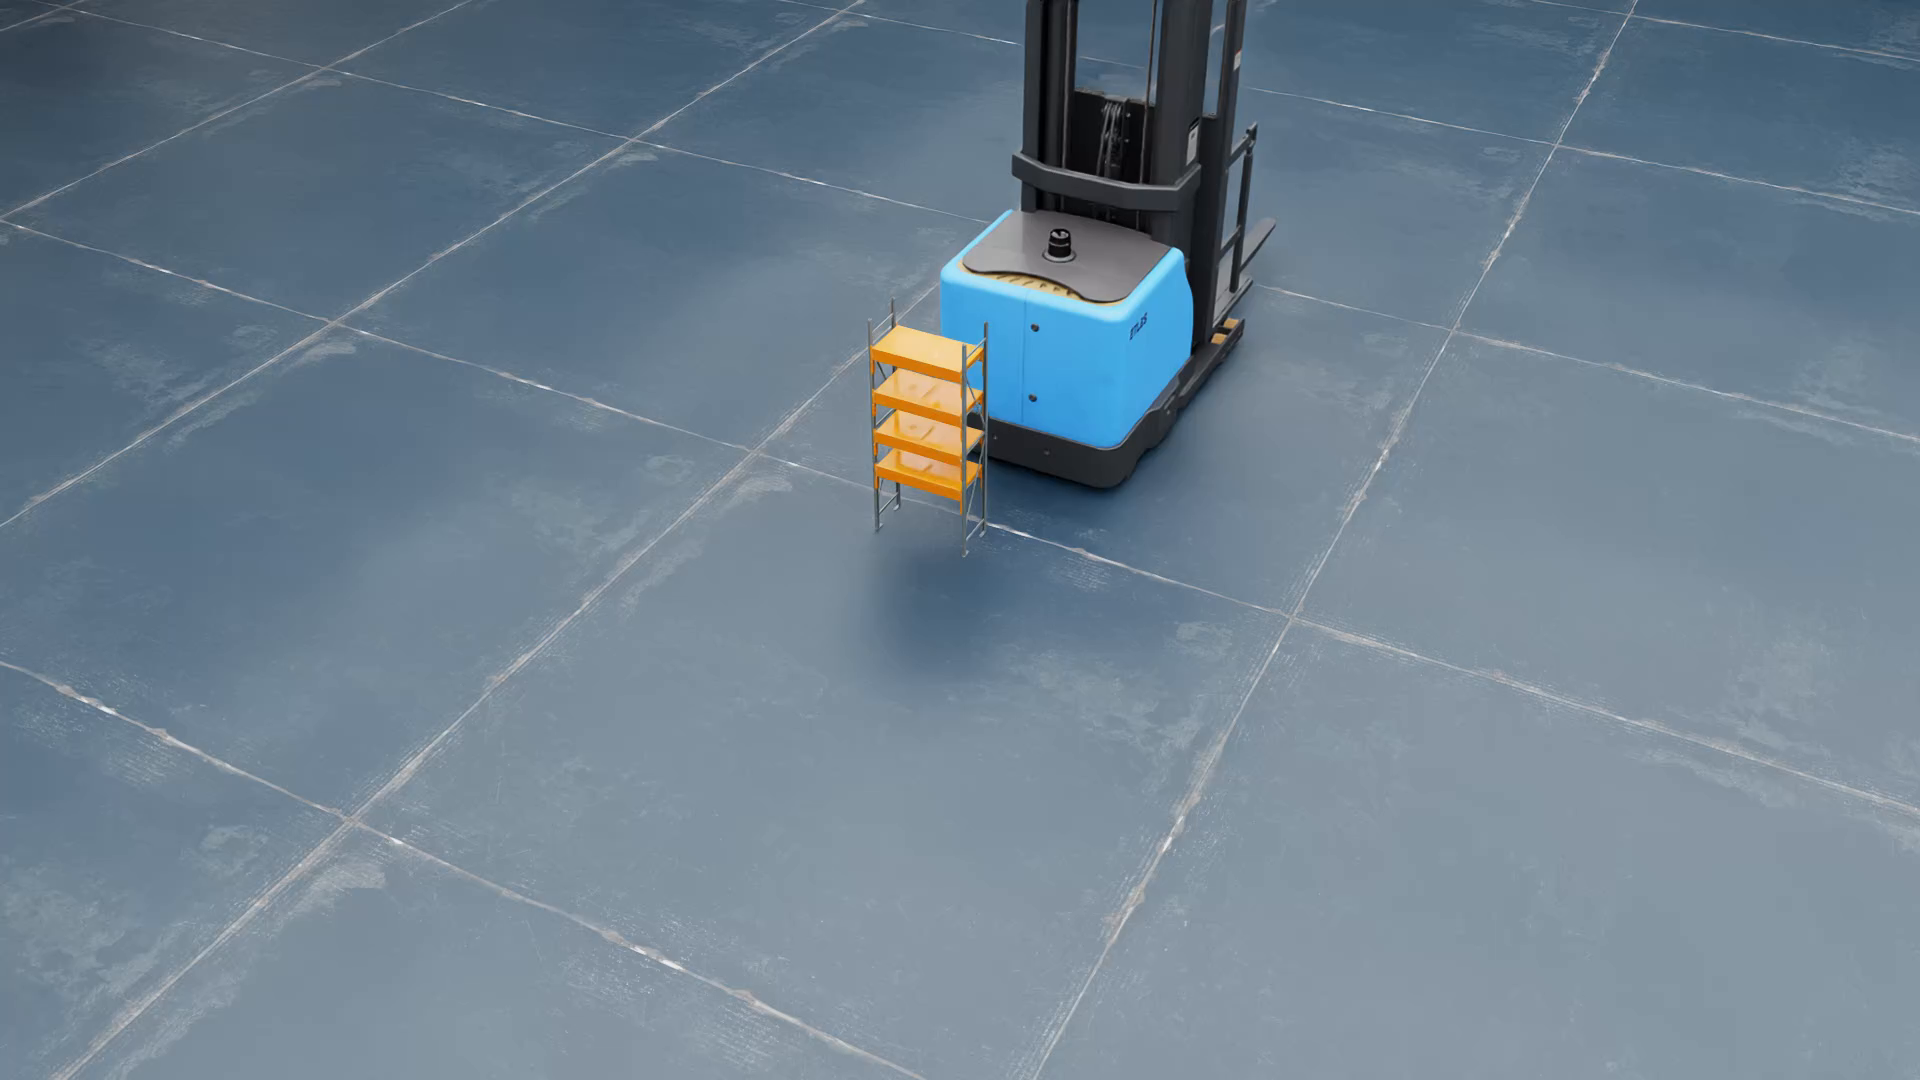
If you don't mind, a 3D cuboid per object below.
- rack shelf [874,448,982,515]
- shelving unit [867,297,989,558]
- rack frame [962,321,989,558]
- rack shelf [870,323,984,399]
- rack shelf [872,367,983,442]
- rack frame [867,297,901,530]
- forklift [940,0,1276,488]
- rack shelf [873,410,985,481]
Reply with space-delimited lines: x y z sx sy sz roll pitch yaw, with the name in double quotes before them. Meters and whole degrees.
"rack shelf" -0.147 -0.312 8.128 0.480 0.148 0.258 17 41 21
"shelving unit" -0.147 -0.524 7.968 0.503 1.200 0.258 17 41 21
"rack frame" 0.070 -0.456 7.878 0.015 1.200 0.240 17 41 21
"rack shelf" -0.147 -0.837 7.730 0.480 0.148 0.258 17 41 21
"rack shelf" -0.147 -0.649 7.873 0.480 0.148 0.258 17 41 21
"rack frame" -0.364 -0.592 8.057 0.015 1.200 0.240 17 41 21
"forklift" 1.014 -2.312 8.891 1.130 2.935 3.031 18 41 22
"rack shelf" -0.147 -0.470 8.008 0.480 0.148 0.258 17 41 21
